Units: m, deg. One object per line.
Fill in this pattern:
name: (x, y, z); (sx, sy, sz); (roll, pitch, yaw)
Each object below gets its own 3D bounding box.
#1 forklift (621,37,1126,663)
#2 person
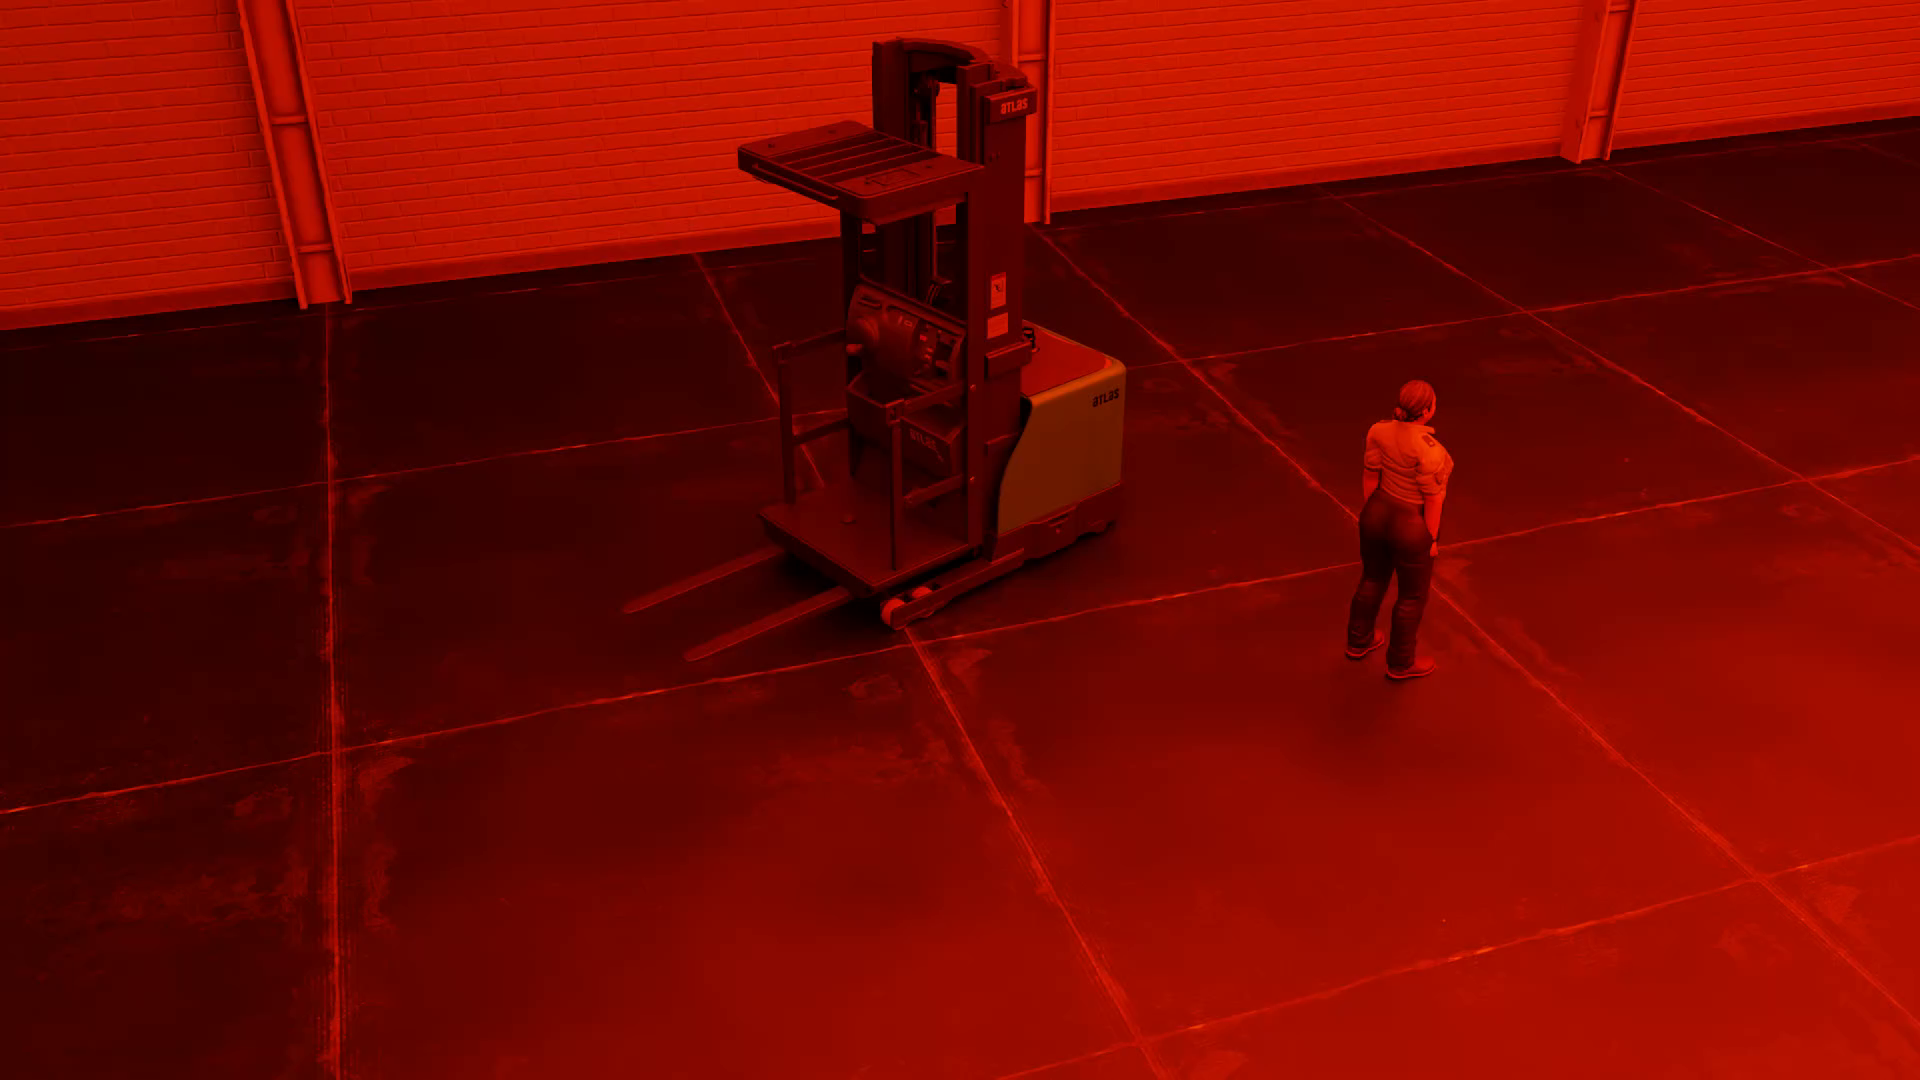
forklift: (-0.461, -1.072, 8.951); (3.031, 2.935, 1.130); (-23, 37, -34)
person: (2.265, -0.064, 8.493); (0.363, 1.651, 0.471); (-22, 36, -33)
